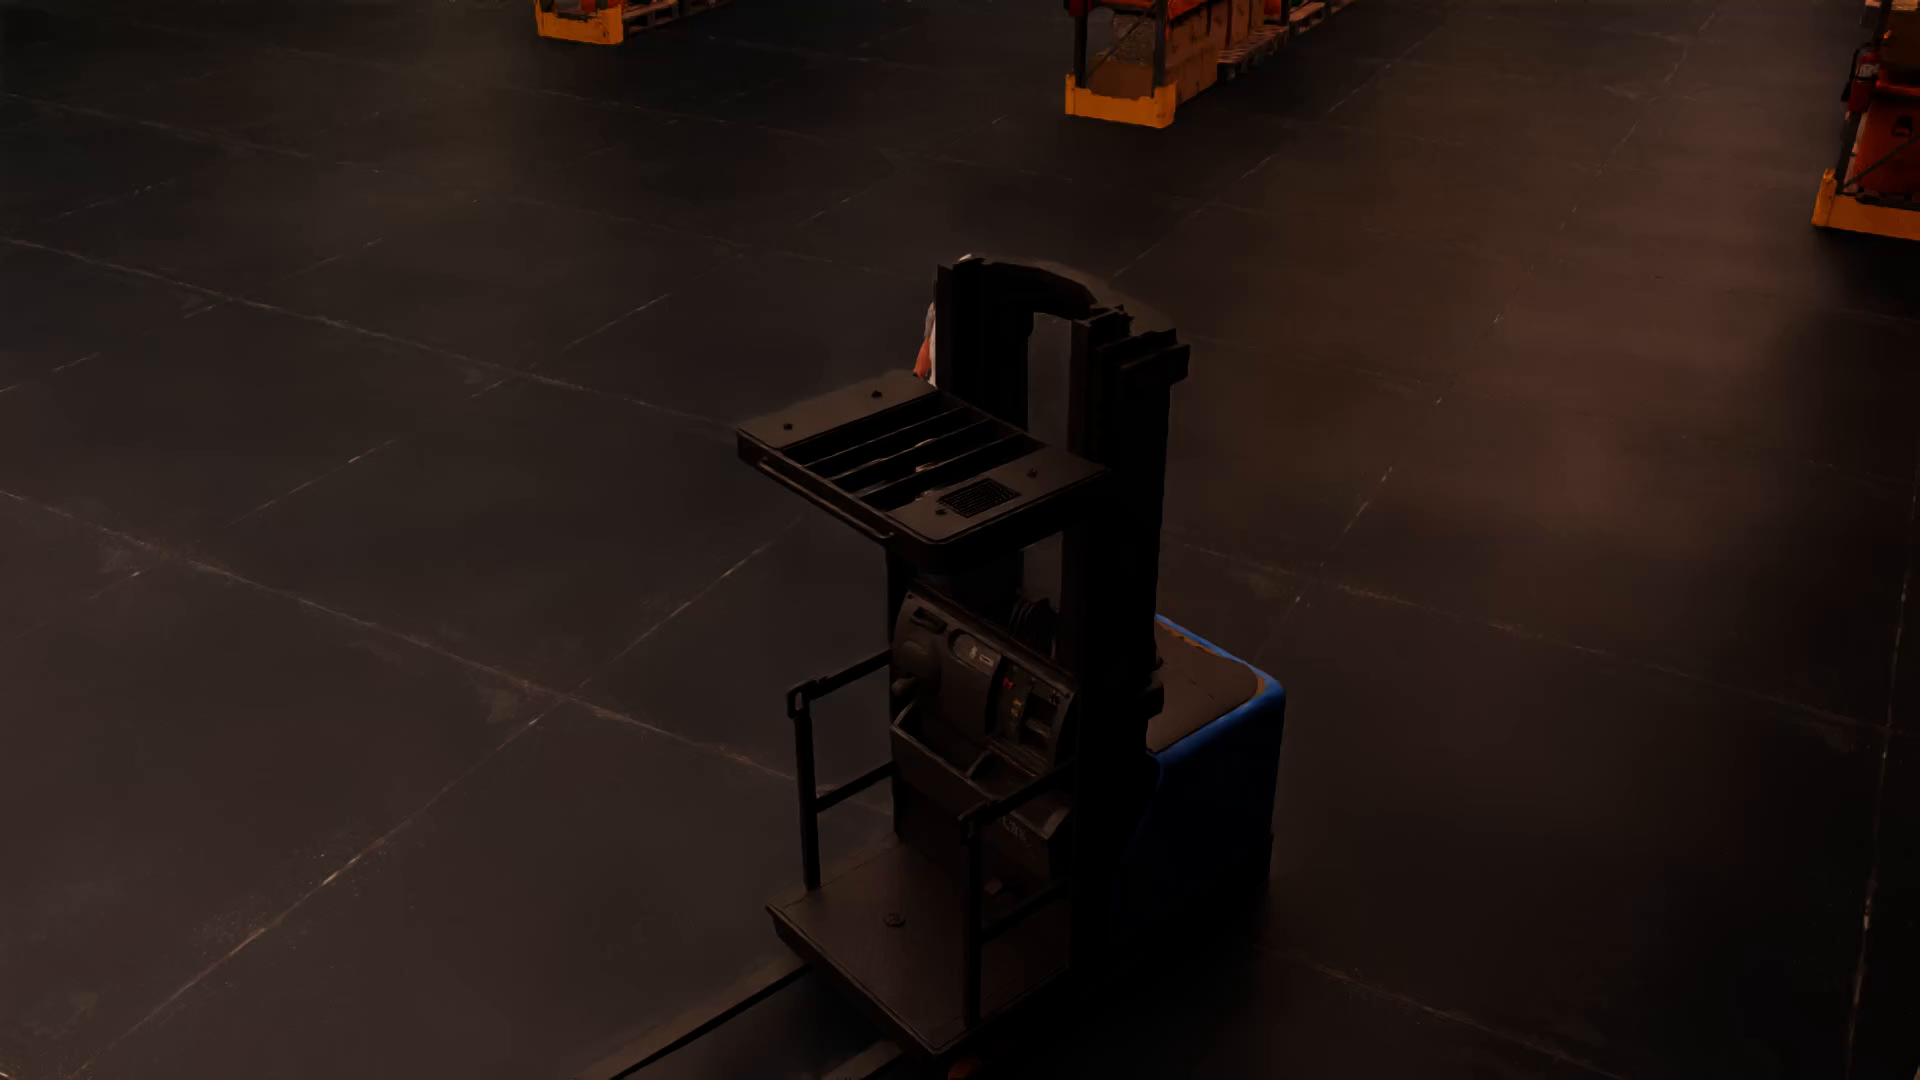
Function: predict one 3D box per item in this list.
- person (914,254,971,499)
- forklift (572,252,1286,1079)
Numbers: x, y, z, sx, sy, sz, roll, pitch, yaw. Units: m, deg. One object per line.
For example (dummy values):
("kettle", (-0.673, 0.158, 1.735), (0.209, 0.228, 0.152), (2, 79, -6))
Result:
("person", (-0.049, -0.748, 9.496), (0.637, 1.787, 0.563), (15, 33, 25))
("forklift", (-0.083, 0.556, 6.108), (3.031, 2.935, 1.130), (-24, 37, -35))
